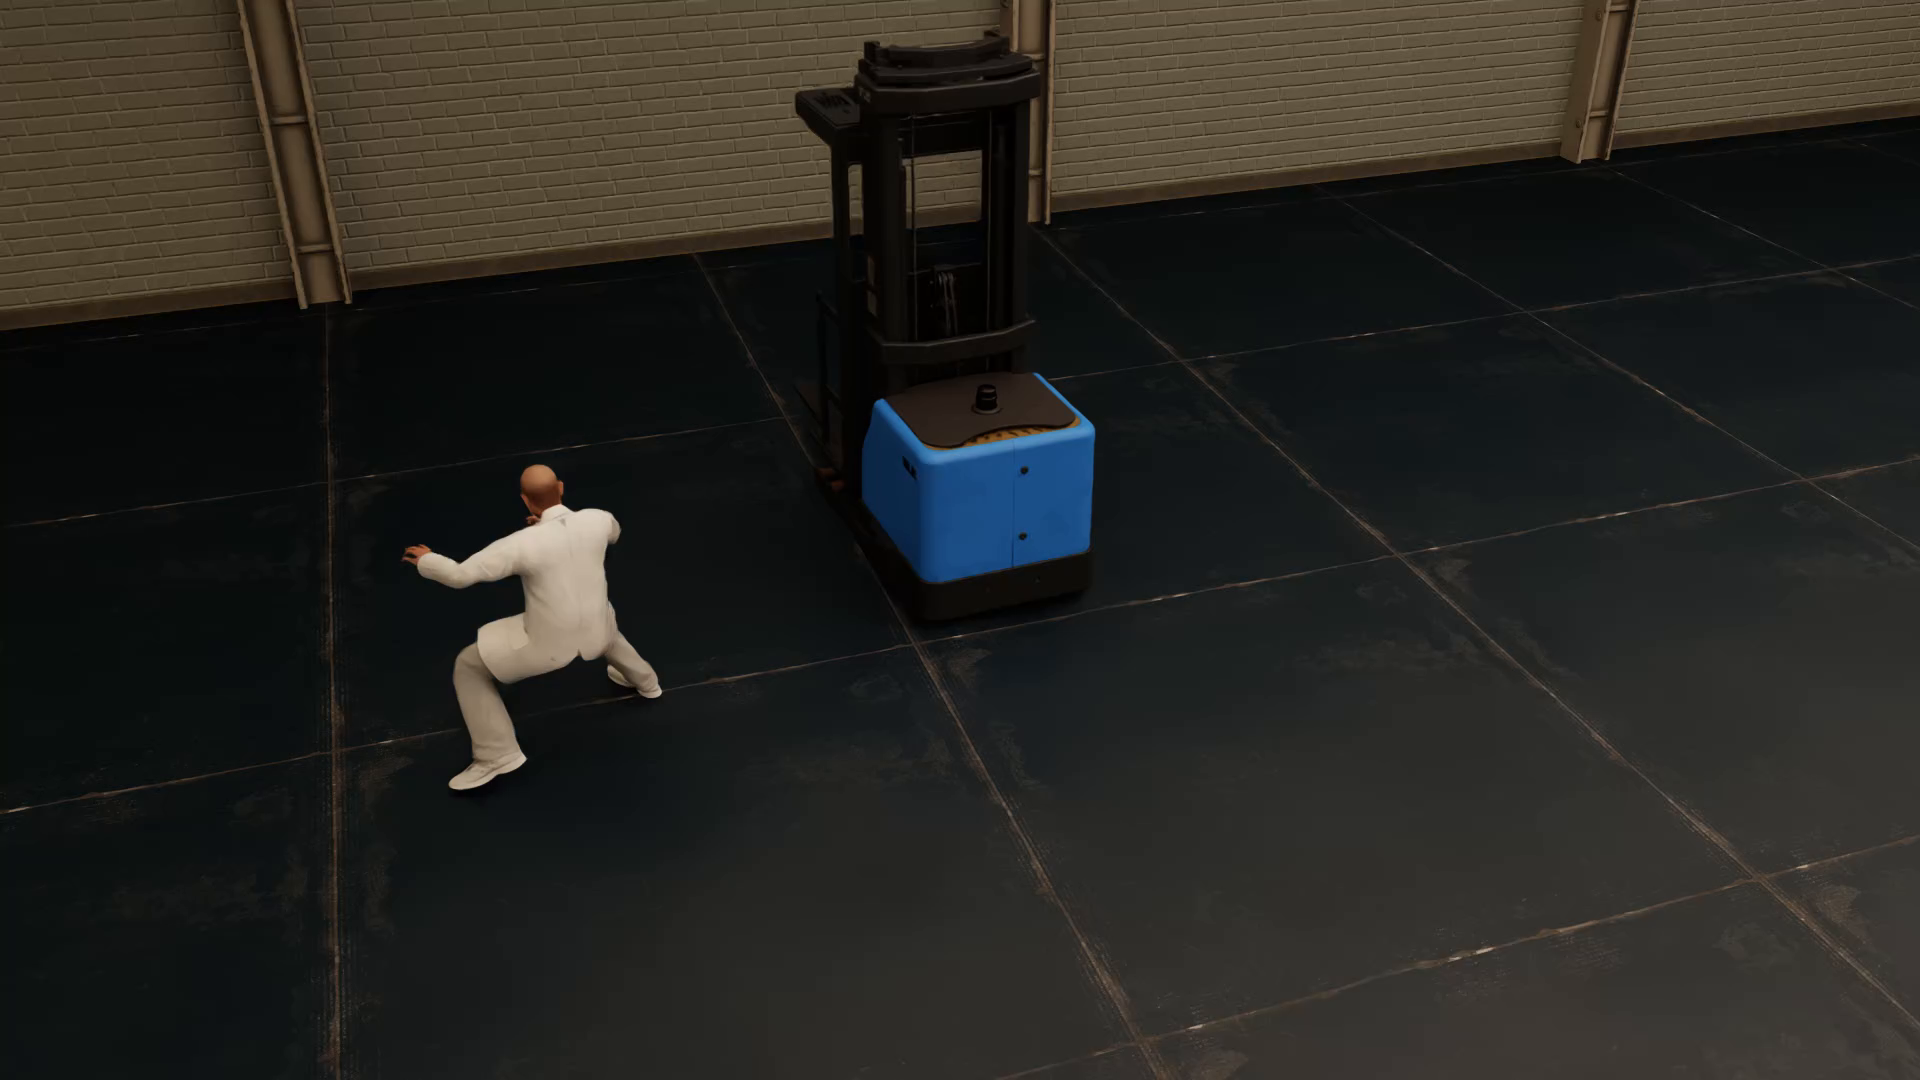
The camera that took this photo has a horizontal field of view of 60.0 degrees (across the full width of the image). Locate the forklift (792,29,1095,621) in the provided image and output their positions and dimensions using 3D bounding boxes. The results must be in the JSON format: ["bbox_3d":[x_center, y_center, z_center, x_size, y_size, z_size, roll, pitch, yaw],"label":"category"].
[{"bbox_3d":[-0.277,-1.545,9.771,1.130,2.935,3.031,-11,32,-19],"label":"forklift"}]

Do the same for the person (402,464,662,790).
[{"bbox_3d":[-2.018,0.321,7.929,1.217,1.533,0.730,-22,37,-34],"label":"person"}]
